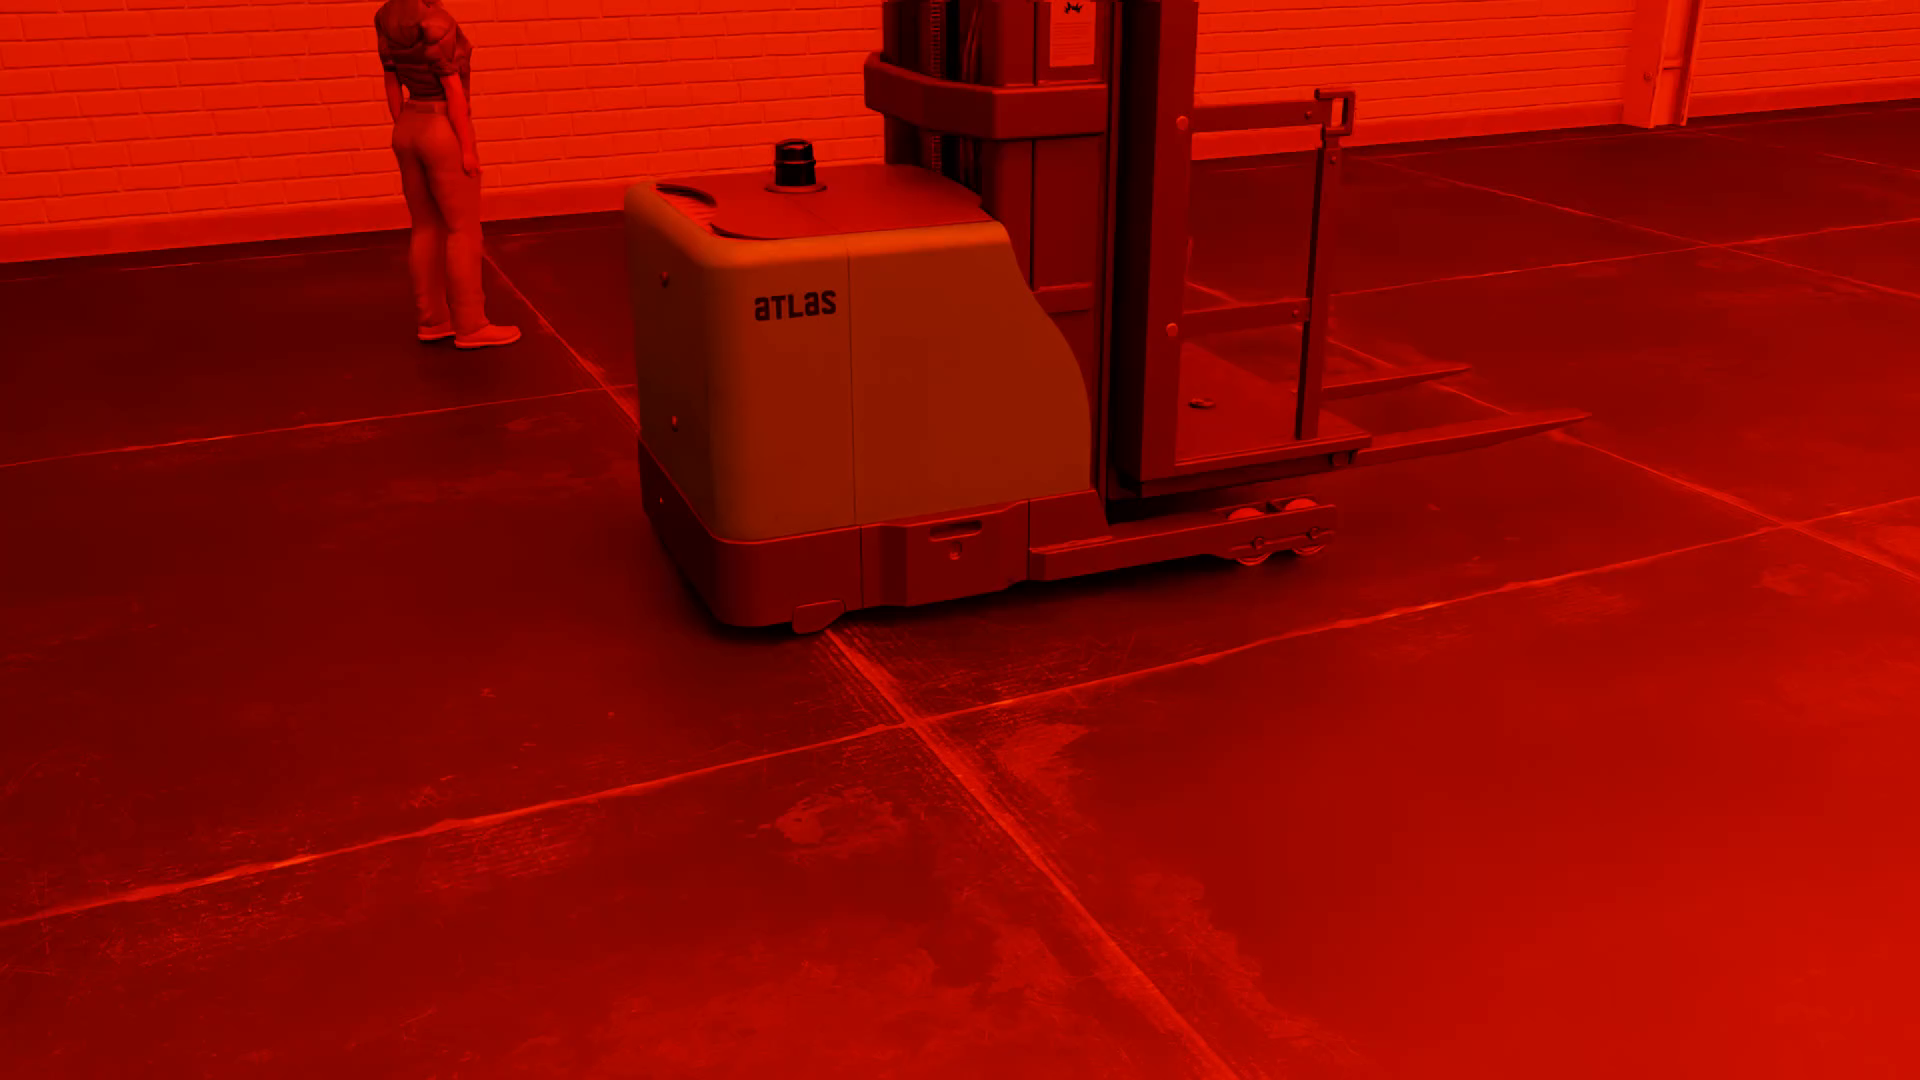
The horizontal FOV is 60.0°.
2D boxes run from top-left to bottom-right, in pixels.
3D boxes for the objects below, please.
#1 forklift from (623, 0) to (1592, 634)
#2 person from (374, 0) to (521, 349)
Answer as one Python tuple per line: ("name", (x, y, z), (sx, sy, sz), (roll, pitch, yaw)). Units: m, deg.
("forklift", (0.580, -1.455, 4.789), (3.031, 2.935, 1.130), (-9, 24, -21))
("person", (-2.147, -1.633, 6.880), (0.446, 1.662, 0.325), (16, 27, 33))
